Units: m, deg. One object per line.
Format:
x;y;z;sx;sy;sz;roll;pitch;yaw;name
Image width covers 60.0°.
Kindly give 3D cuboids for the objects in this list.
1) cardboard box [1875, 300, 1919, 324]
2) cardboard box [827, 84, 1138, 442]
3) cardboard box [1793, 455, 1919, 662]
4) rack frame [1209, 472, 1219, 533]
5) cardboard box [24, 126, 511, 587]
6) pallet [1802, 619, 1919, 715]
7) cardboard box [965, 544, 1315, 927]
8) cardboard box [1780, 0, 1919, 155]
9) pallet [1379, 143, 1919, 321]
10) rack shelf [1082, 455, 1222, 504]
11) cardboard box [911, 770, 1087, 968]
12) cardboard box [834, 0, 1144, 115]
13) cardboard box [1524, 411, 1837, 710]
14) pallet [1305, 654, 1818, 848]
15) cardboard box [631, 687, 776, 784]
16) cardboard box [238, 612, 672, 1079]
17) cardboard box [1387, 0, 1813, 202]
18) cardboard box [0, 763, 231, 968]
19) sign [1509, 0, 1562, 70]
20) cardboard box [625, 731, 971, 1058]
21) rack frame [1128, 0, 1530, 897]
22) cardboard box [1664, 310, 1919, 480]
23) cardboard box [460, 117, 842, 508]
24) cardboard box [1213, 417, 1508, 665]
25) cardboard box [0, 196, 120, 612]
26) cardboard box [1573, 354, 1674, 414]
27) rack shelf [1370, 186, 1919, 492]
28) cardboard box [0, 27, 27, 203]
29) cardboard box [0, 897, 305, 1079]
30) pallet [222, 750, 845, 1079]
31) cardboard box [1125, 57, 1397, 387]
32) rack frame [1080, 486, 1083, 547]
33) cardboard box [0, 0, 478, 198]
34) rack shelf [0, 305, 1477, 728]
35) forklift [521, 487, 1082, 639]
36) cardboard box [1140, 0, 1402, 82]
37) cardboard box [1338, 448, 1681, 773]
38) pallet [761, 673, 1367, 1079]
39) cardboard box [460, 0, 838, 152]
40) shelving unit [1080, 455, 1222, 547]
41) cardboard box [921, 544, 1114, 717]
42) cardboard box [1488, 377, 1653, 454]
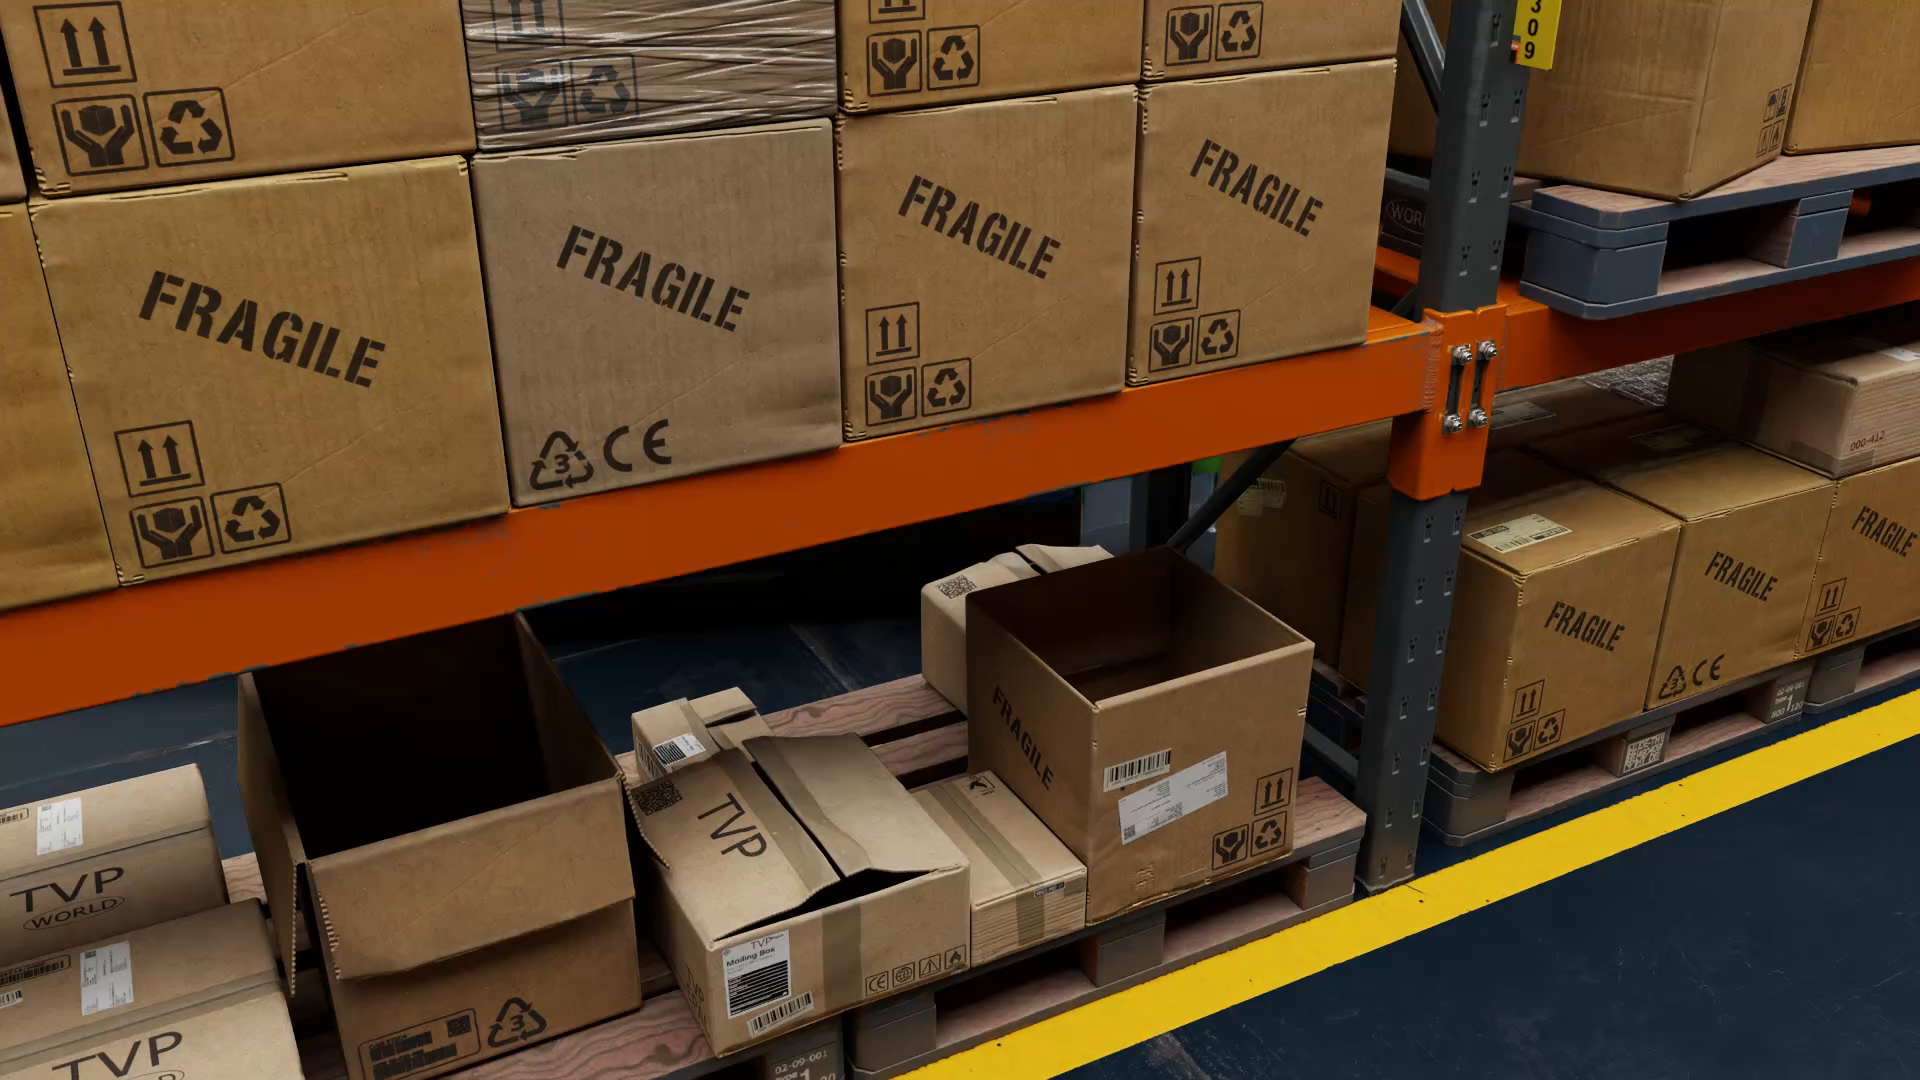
2.581;-0.498;4.335;0.500;0.250;0.500;-14;29;-26;cardboard box
-0.060;-0.517;2.745;0.500;0.500;0.500;-12;28;-24;cardboard box
2.166;-0.066;4.301;0.500;0.500;0.500;-13;28;-24;cardboard box
0.824;-0.534;4.975;0.015;1.200;0.240;-4;26;-8;rack frame
-0.960;-0.307;2.307;0.500;0.500;0.500;-13;28;-24;cardboard box
2.493;0.050;4.903;1.213;0.211;1.003;-13;29;-25;pallet
0.346;0.376;3.381;0.500;0.500;0.500;-13;29;-25;cardboard box
1.815;-1.187;3.656;0.500;0.500;0.700;-8;27;-17;cardboard box
1.471;-0.812;3.697;1.213;0.211;1.003;-13;29;-25;pallet
0.583;-0.243;5.073;0.480;0.148;0.258;-4;26;-8;rack shelf
0.043;0.633;3.251;0.250;0.149;0.380;-13;29;-25;cardboard box
-0.060;-0.966;2.525;0.500;0.500;0.500;-14;29;-26;cardboard box
1.722;0.033;4.095;0.500;0.500;0.500;-13;28;-24;cardboard box
1.415;0.300;4.382;1.213;0.211;1.003;-13;29;-25;pallet
-0.516;0.485;3.540;0.250;0.166;0.380;-13;29;-25;cardboard box
-0.940;0.535;3.047;0.637;0.503;0.797;-13;29;-25;cardboard box
1.238;-1.023;3.313;0.700;0.500;0.500;22;33;37;cardboard box
-1.598;0.692;3.012;0.500;0.250;0.500;-13;29;-25;cardboard box
0.977;-0.962;2.787;0.005;0.325;0.100;-13;29;-25;sign
-0.316;0.614;3.104;0.500;0.311;0.500;-13;29;-25;cardboard box
0.715;-0.777;3.403;0.127;3.000;1.000;-13;29;-25;rack frame
2.139;-0.396;4.122;0.500;0.250;0.500;-13;29;-25;cardboard box
-0.512;-0.411;2.526;0.500;0.500;0.500;-12;28;-24;cardboard box
1.015;-0.059;4.286;0.500;0.500;0.500;-13;29;-25;cardboard box
-1.402;-0.205;2.097;0.500;0.500;0.500;-13;29;-25;cardboard box
1.898;-0.258;4.701;0.500;0.500;0.500;-13;28;-24;cardboard box
2.480;-0.860;4.407;4.000;0.370;1.077;-13;29;-25;rack shelf
-1.397;-0.657;1.883;0.500;0.500;0.500;-13;28;-24;cardboard box
-1.319;0.873;2.635;0.500;0.250;0.500;-13;29;-25;cardboard box
-0.969;0.870;3.195;1.213;0.211;1.003;-13;29;-25;pallet
0.395;-0.622;2.965;0.500;0.500;0.500;-12;28;-24;cardboard box
0.341;-0.501;4.907;0.015;1.200;0.240;-4;26;-8;rack frame
-0.950;-0.761;2.099;0.500;0.500;0.500;-13;29;-26;cardboard box
-1.050;-0.045;2.710;4.000;0.370;1.077;-13;29;-25;rack shelf
-1.210;-1.268;4.504;3.031;2.935;1.130;-4;26;-8;forklift
0.391;-1.071;2.744;0.500;0.500;0.500;-13;28;-25;cardboard box
1.256;0.146;3.860;0.500;0.500;0.500;-14;29;-27;cardboard box
0.108;0.620;3.716;1.213;0.211;1.003;-13;29;-25;pallet
-0.505;-0.863;2.311;0.500;0.500;0.500;-13;28;-25;cardboard box
0.583;-0.517;4.941;0.503;1.200;0.258;-4;26;-8;shelving unit
0.243;0.240;3.884;0.500;0.311;0.500;-13;29;-25;cardboard box
1.456;-0.156;4.489;0.500;0.500;0.500;-13;29;-25;cardboard box
